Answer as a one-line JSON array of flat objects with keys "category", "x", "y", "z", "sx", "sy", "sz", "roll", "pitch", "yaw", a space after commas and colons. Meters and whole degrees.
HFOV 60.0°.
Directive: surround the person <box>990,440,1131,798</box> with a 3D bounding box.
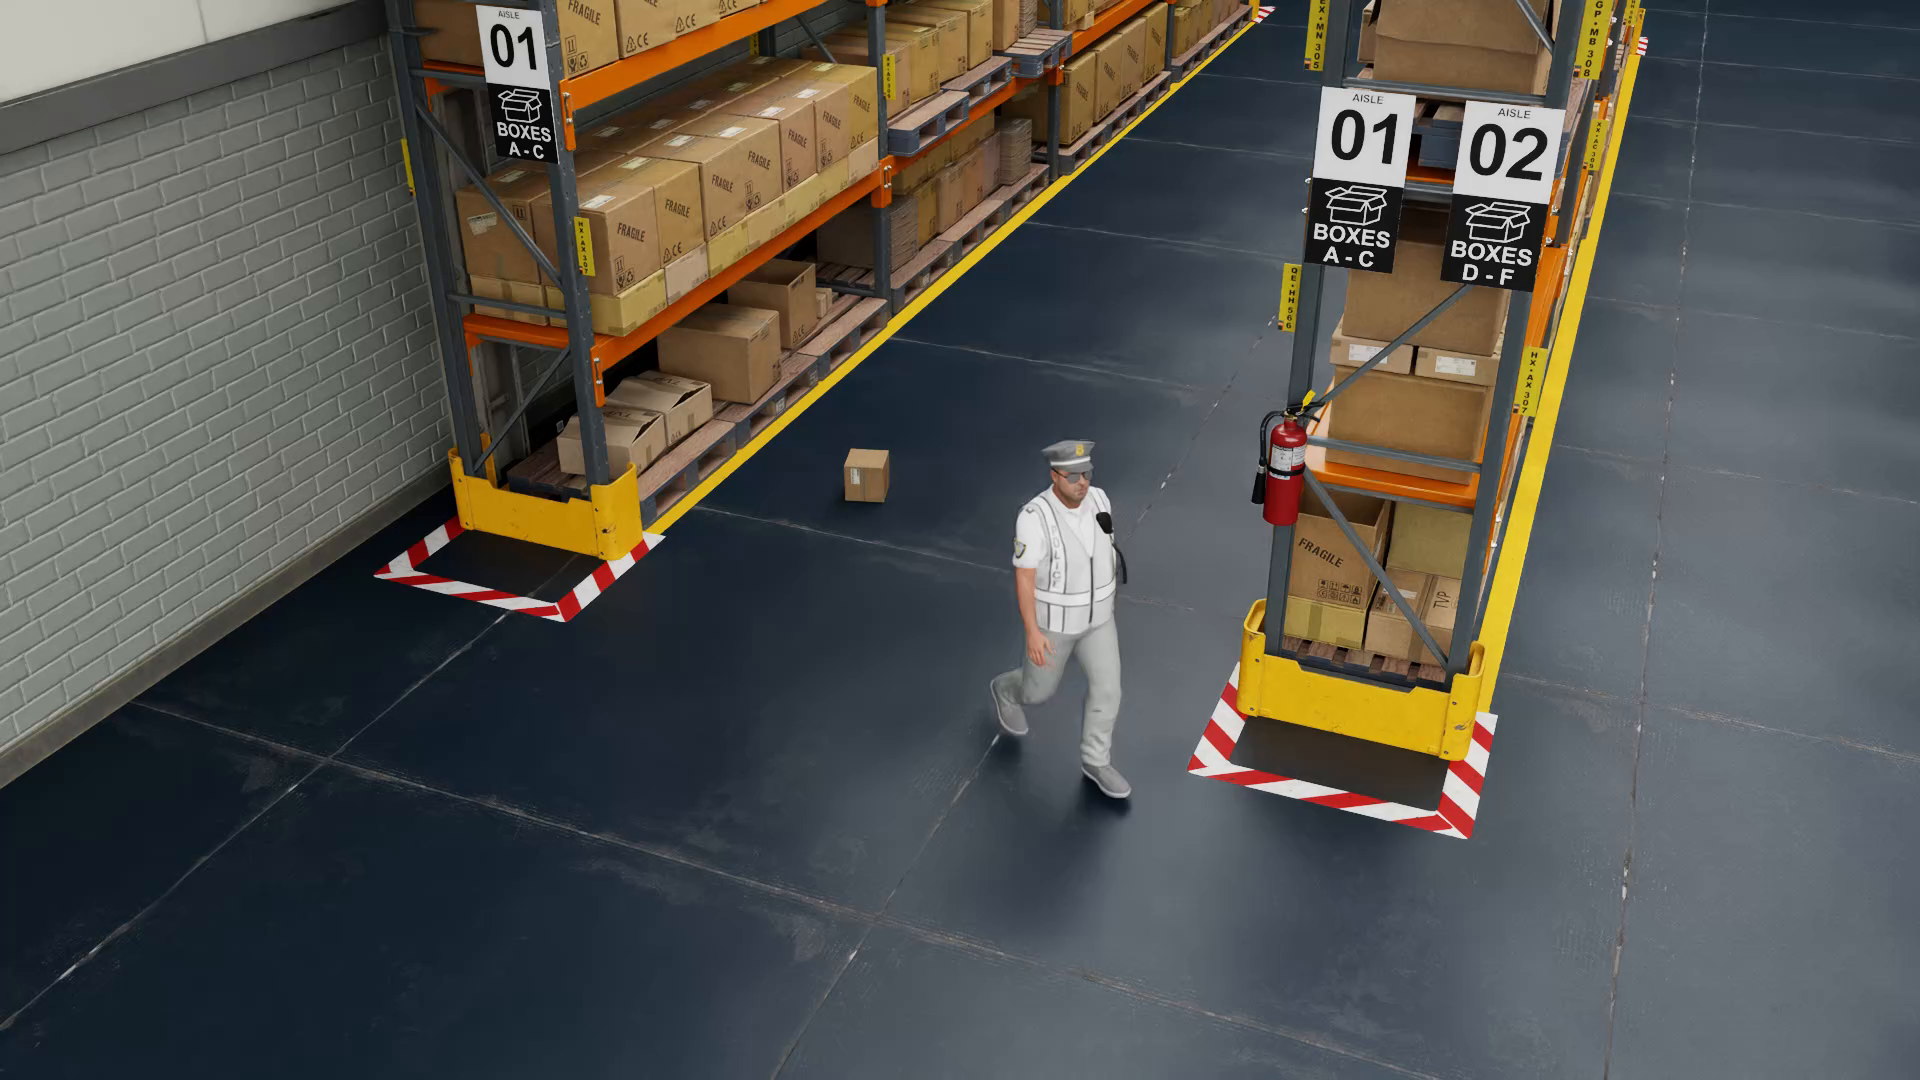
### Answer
[{"category": "person", "x": 0.482, "y": 0.315, "z": 7.798, "sx": 0.536, "sy": 1.730, "sz": 0.924, "roll": -15, "pitch": 33, "yaw": -24}]
